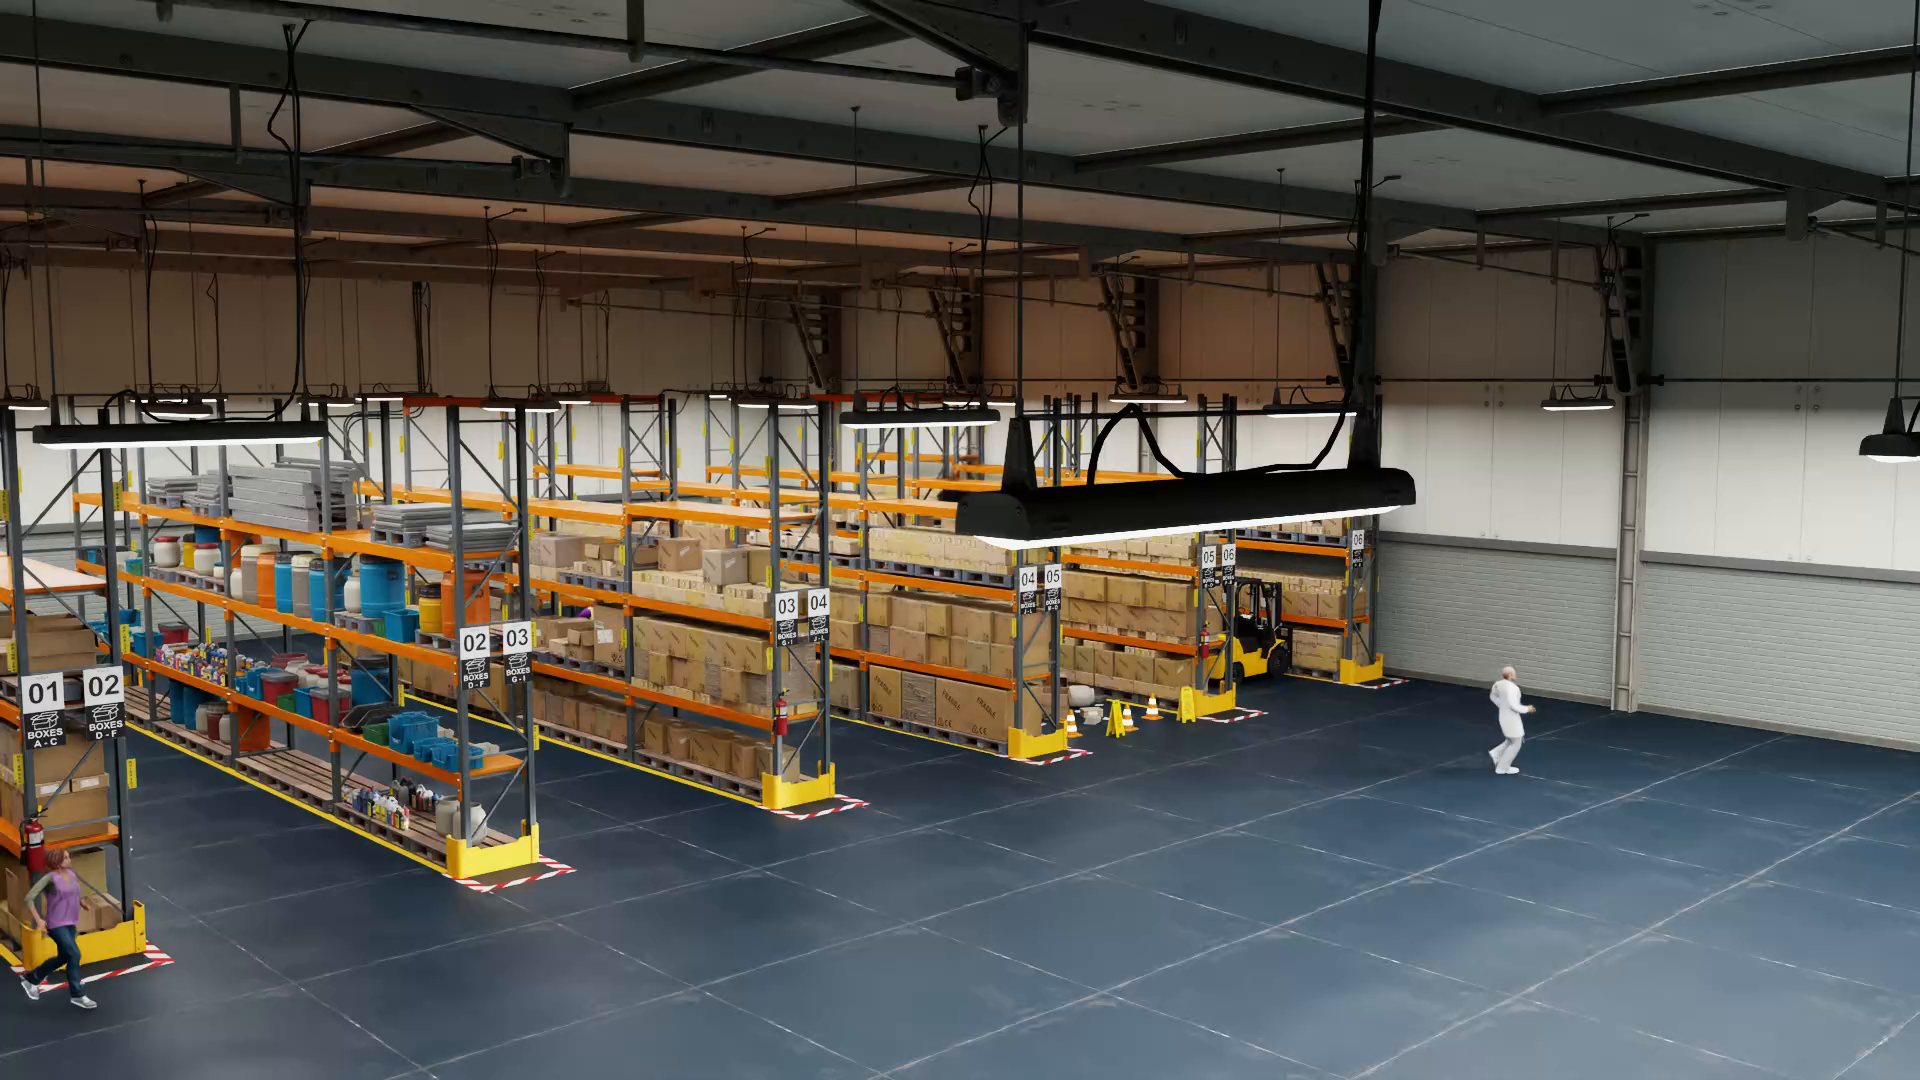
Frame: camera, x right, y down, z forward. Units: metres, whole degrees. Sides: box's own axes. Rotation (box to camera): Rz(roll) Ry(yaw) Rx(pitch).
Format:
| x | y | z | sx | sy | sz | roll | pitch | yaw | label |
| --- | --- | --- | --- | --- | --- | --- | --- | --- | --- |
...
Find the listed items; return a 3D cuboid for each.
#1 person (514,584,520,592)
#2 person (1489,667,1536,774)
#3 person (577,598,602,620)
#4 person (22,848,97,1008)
| x | y | z | sx | sy | sz | roll | pitch | yaw | label |
| --- | --- | --- | --- | --- | --- | --- | --- | --- | --- |
| -9.937 | 1.817 | 37.486 | 0.669 | 1.803 | 0.768 | -4 | 7 | -36 | person |
| 8.860 | 2.883 | 26.683 | 0.649 | 1.730 | 0.700 | 0 | 6 | -2 | person |
| -7.673 | 2.052 | 35.252 | 0.756 | 1.824 | 0.669 | 5 | 7 | 40 | person |
| -9.099 | 3.915 | 16.856 | 0.791 | 1.580 | 0.570 | 0 | 6 | 5 | person |
